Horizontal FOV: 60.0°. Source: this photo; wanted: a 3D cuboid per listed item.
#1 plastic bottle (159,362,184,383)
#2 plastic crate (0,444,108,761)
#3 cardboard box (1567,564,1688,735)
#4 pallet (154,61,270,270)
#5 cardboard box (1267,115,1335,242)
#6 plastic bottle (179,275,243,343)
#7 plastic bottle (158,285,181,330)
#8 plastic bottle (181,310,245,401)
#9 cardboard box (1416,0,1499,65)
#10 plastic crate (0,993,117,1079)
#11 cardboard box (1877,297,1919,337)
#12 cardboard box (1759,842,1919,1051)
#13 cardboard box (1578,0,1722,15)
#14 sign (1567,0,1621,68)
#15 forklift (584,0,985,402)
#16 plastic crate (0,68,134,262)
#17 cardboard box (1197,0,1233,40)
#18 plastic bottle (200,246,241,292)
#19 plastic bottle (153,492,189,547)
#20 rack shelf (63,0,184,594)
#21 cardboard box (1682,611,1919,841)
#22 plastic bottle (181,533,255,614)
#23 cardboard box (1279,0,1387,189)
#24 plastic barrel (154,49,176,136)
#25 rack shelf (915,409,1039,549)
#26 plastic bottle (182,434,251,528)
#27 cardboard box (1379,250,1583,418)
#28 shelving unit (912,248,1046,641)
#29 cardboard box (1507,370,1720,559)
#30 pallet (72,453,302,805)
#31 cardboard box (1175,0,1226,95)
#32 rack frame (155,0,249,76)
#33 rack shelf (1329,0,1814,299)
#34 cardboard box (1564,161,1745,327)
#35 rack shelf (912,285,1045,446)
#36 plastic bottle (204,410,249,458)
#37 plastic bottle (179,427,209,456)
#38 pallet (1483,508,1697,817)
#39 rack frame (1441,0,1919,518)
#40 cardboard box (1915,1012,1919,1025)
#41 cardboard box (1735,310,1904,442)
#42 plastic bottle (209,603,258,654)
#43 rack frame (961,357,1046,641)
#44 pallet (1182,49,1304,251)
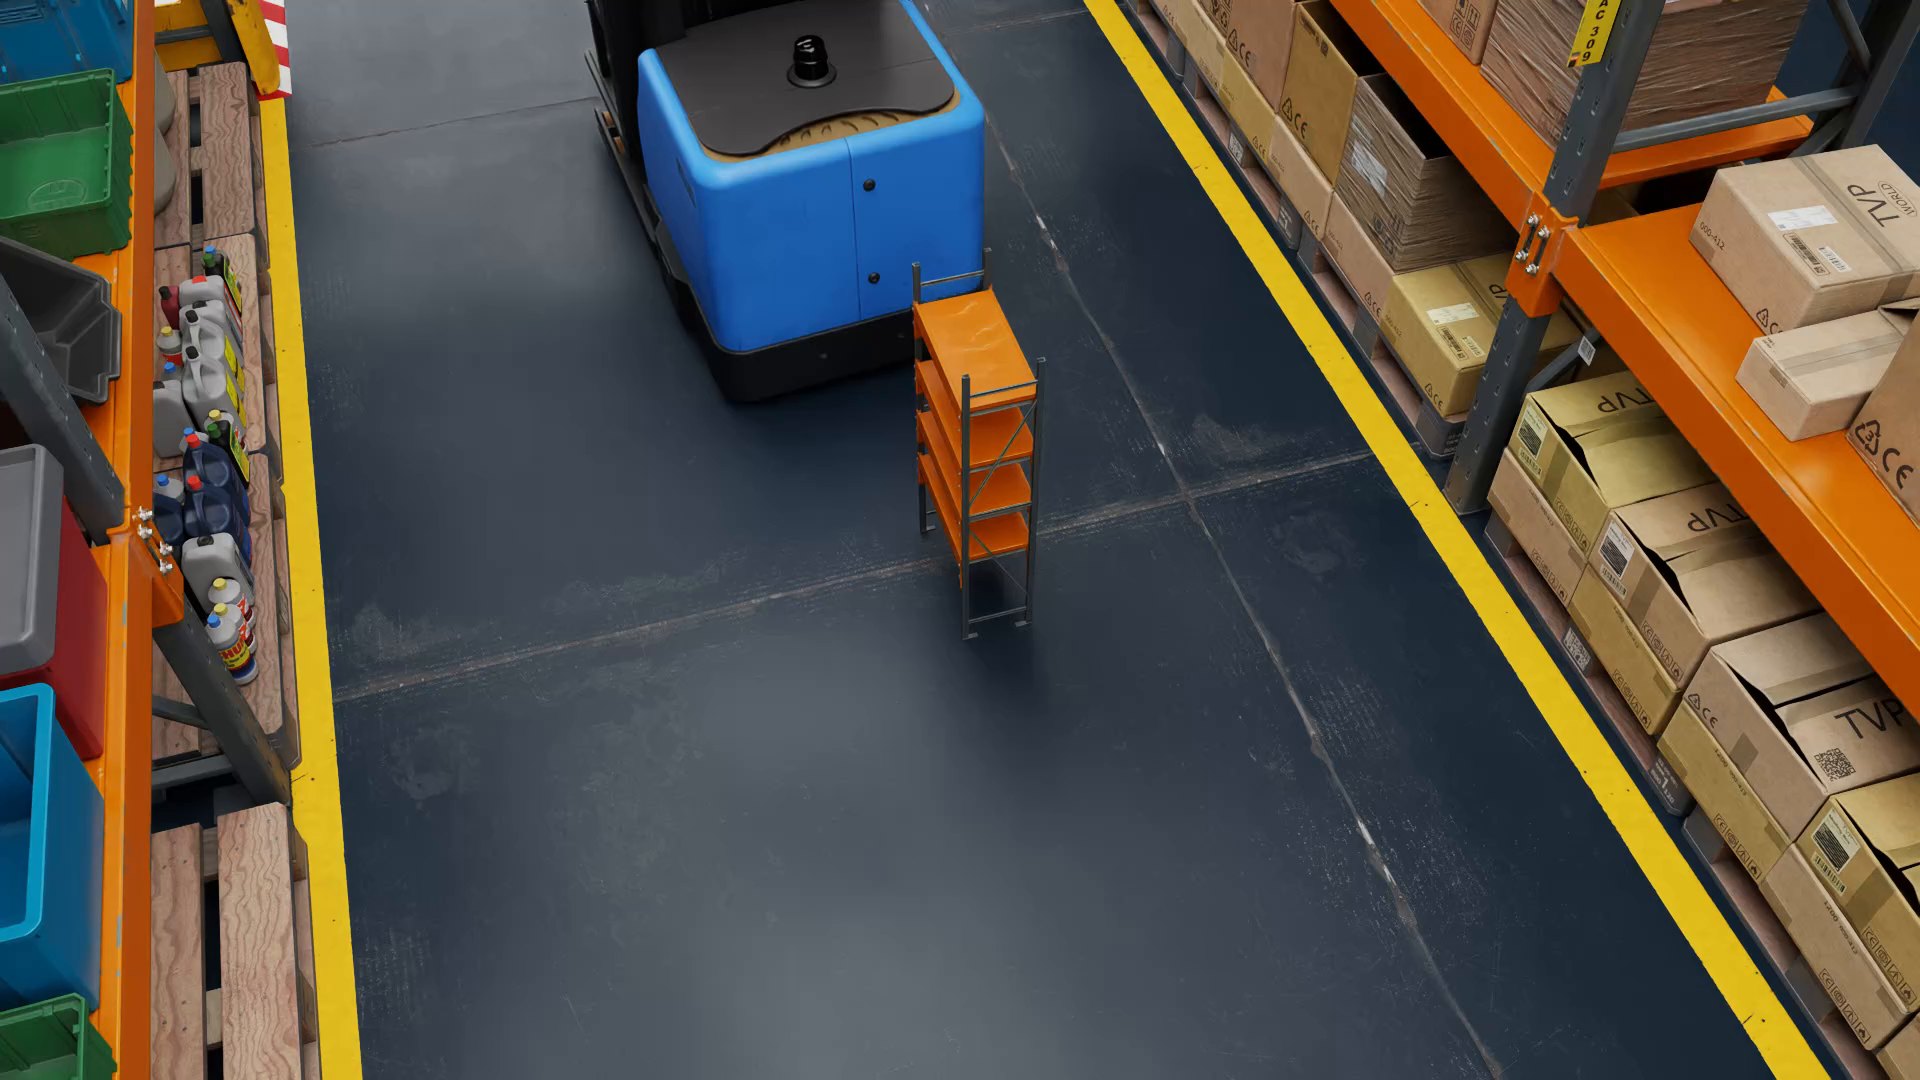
[{"bbox_3d":[-2.713,-0.533,5.780,0.097,0.201,0.097,0,50,0],"label":"plastic bottle"},{"bbox_3d":[-2.097,0.179,3.596,0.402,0.464,0.583,-13,51,-11],"label":"plastic crate"},{"bbox_3d":[2.233,0.273,5.082,0.500,0.250,0.500,-12,51,-10],"label":"cardboard box"},{"bbox_3d":[-3.413,-1.468,6.850,1.003,0.211,1.213,-13,51,-11],"label":"pallet"},{"bbox_3d":[1.554,-1.470,6.551,0.500,0.250,0.500,-13,51,-11],"label":"cardboard box"},{"bbox_3d":[-2.705,-0.838,5.988,0.152,0.276,0.135,-13,51,-11],"label":"plastic bottle"},{"bbox_3d":[-2.806,-0.816,5.965,0.061,0.283,0.133,-13,51,-11],"label":"plastic bottle"},{"bbox_3d":[-2.611,-0.641,5.773,0.144,0.351,0.185,-11,51,-9],"label":"plastic bottle"},{"bbox_3d":[1.901,-1.941,5.359,0.700,0.500,0.500,-14,51,-11],"label":"cardboard box"},{"bbox_3d":[-1.748,1.191,2.922,0.450,0.188,0.662,-13,51,-11],"label":"plastic crate"},{"bbox_3d":[2.636,-0.558,4.347,0.396,0.266,0.258,-14,51,-12],"label":"cardboard box"},{"bbox_3d":[2.539,1.022,4.450,0.500,0.250,0.500,-12,51,-10],"label":"cardboard box"},{"bbox_3d":[1.916,-1.594,4.642,0.380,0.149,0.250,-13,51,-11],"label":"cardboard box"},{"bbox_3d":[1.671,-1.380,4.334,0.100,0.325,0.005,-13,51,-11],"label":"sign"},{"bbox_3d":[-0.914,-2.603,6.027,1.130,2.935,3.031,-17,52,-14],"label":"forklift"},{"bbox_3d":[-2.664,-1.072,4.831,0.450,0.188,0.662,-13,51,-11],"label":"plastic crate"},{"bbox_3d":[1.274,-2.446,6.883,0.500,0.500,0.500,-13,51,-11],"label":"cardboard box"},{"bbox_3d":[-2.753,-1.004,6.177,0.097,0.201,0.097,0,50,0],"label":"plastic bottle"},{"bbox_3d":[-2.512,-0.024,5.253,0.144,0.351,0.185,-13,51,-11],"label":"plastic bottle"},{"bbox_3d":[-3.124,-1.314,5.366,1.077,0.370,4.000,-13,51,-11],"label":"rack shelf"},{"bbox_3d":[2.382,0.470,4.548,0.500,0.311,0.500,-15,51,-12],"label":"cardboard box"},{"bbox_3d":[-2.329,0.089,5.207,0.152,0.276,0.135,-12,51,-10],"label":"plastic bottle"},{"bbox_3d":[1.567,-1.715,6.267,0.500,0.500,0.500,-13,51,-11],"label":"cardboard box"},{"bbox_3d":[-3.447,-1.877,6.723,0.421,0.512,0.421,0,50,0],"label":"plastic barrel"},{"bbox_3d":[0.049,-0.222,5.241,0.258,0.148,0.480,-13,51,-11],"label":"rack shelf"},{"bbox_3d":[-2.430,-0.194,5.397,0.144,0.351,0.185,-15,52,-13],"label":"plastic bottle"},{"bbox_3d":[1.855,-0.741,5.936,0.500,0.250,0.500,-13,51,-11],"label":"cardboard box"},{"bbox_3d":[0.049,-0.266,5.189,0.258,1.200,0.503,-13,51,-11],"label":"shelving unit"},{"bbox_3d":[2.085,-0.274,5.176,0.500,0.311,0.500,-13,51,-11],"label":"cardboard box"},{"bbox_3d":[-2.691,0.314,5.347,1.003,0.211,1.213,-13,51,-11],"label":"pallet"},{"bbox_3d":[1.263,-2.201,7.168,0.500,0.250,0.500,-13,51,-11],"label":"cardboard box"},{"bbox_3d":[-3.715,-3.007,6.323,1.000,3.000,0.127,-13,51,-11],"label":"rack frame"},{"bbox_3d":[1.609,-2.431,6.308,1.077,0.370,4.000,-13,51,-11],"label":"rack shelf"},{"bbox_3d":[2.363,-1.103,5.751,0.500,0.500,0.500,-13,51,-11],"label":"cardboard box"},{"bbox_3d":[0.049,-0.519,4.889,0.258,0.148,0.480,-13,51,-11],"label":"rack shelf"},{"bbox_3d":[-2.492,-0.358,5.633,0.097,0.201,0.097,0,50,0],"label":"plastic bottle"},{"bbox_3d":[-2.510,-0.268,5.511,0.097,0.271,0.097,0,50,0],"label":"plastic bottle"},{"bbox_3d":[2.456,0.226,5.422,1.003,0.211,1.213,-13,51,-11],"label":"pallet"},{"bbox_3d":[2.201,-1.202,4.802,1.000,3.000,0.127,-13,51,-11],"label":"rack frame"},{"bbox_3d":[2.687,1.215,3.921,0.500,0.311,0.500,-14,51,-11],"label":"cardboard box"},{"bbox_3d":[2.267,-0.428,4.313,0.380,0.149,0.250,-13,51,-11],"label":"cardboard box"},{"bbox_3d":[-2.238,0.269,5.104,0.097,0.201,0.097,0,50,0],"label":"plastic bottle"},{"bbox_3d":[0.121,-0.088,5.039,0.240,1.200,0.015,-13,51,-11],"label":"rack frame"},{"bbox_3d":[1.641,-1.787,7.118,1.003,0.211,1.213,-13,51,-11],"label":"pallet"}]
